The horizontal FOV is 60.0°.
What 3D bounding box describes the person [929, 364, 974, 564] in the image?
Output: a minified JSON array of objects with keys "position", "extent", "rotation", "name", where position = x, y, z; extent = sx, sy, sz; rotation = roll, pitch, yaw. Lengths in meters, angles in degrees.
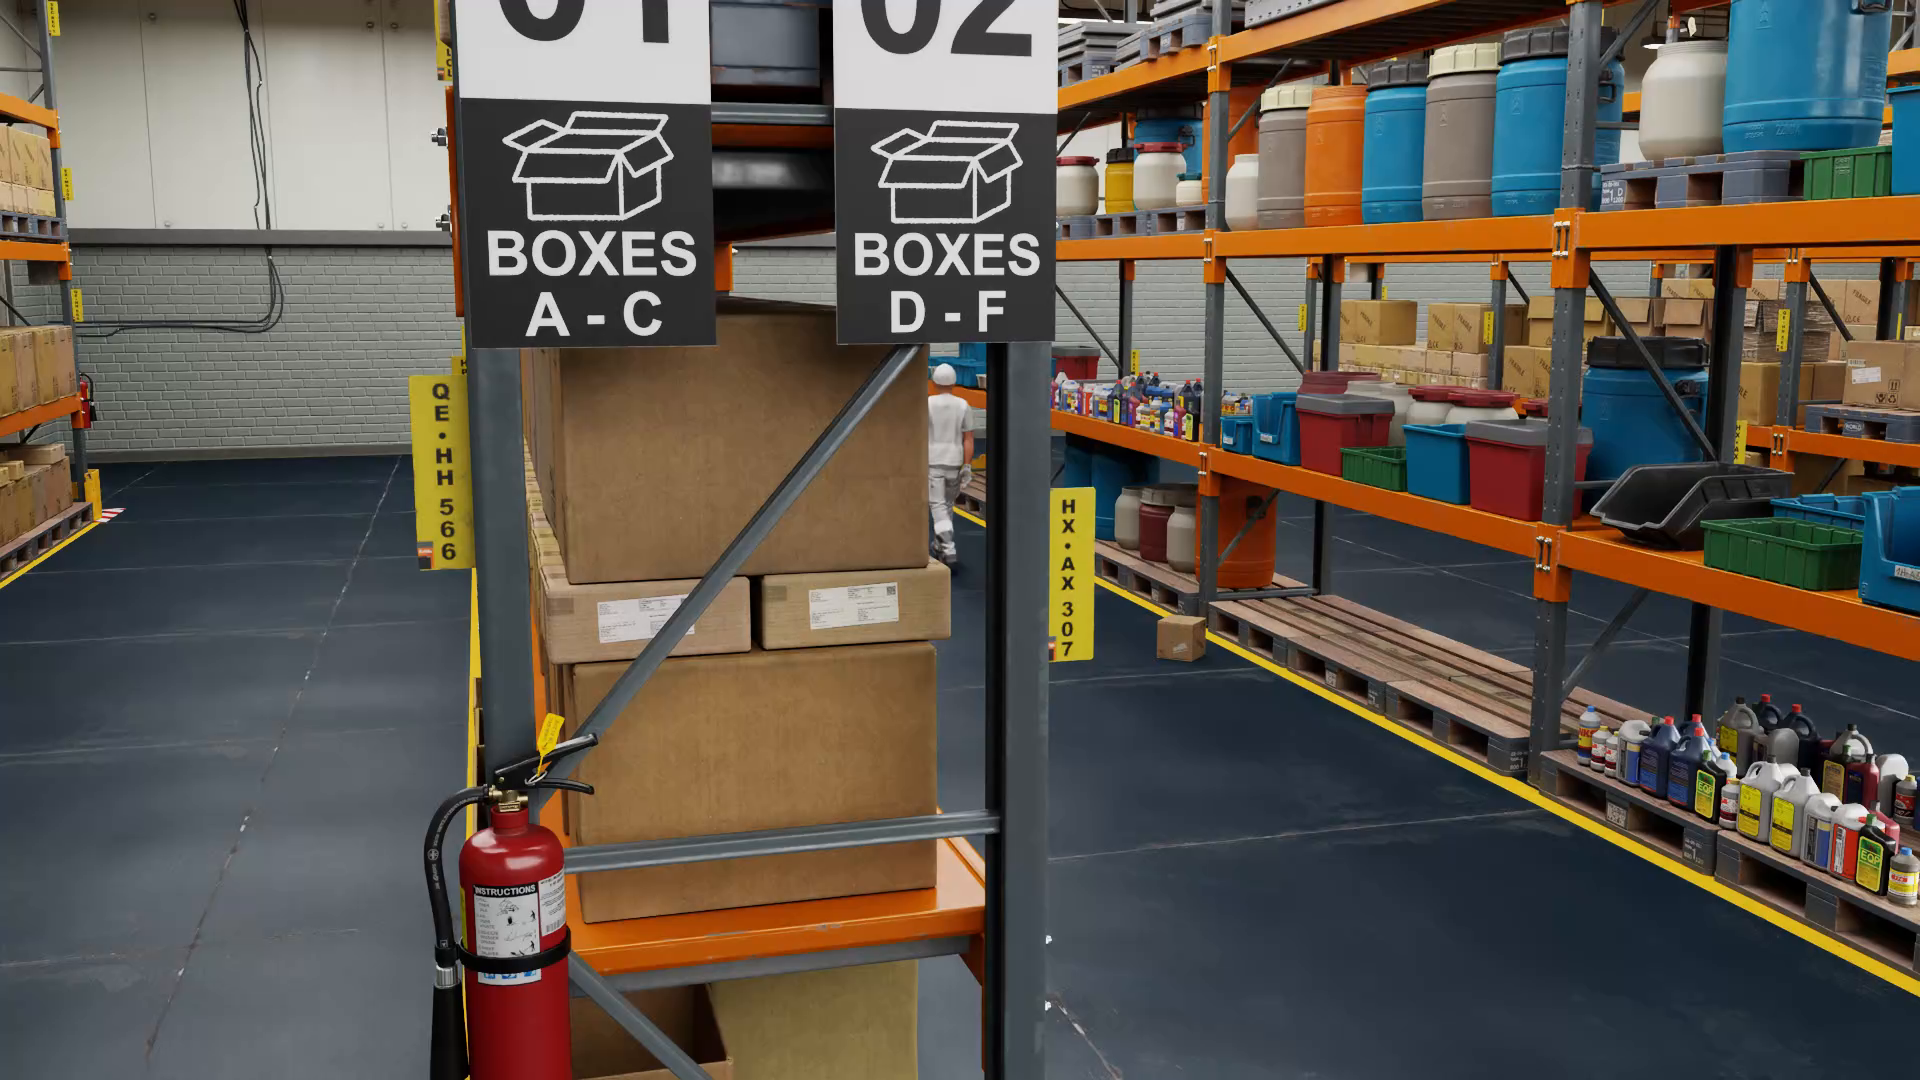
[{"position":[-0.171,-0.659,14.420],"extent":[0.524,1.741,1.058],"rotation":[-3,10,-17],"name":"person"}]
